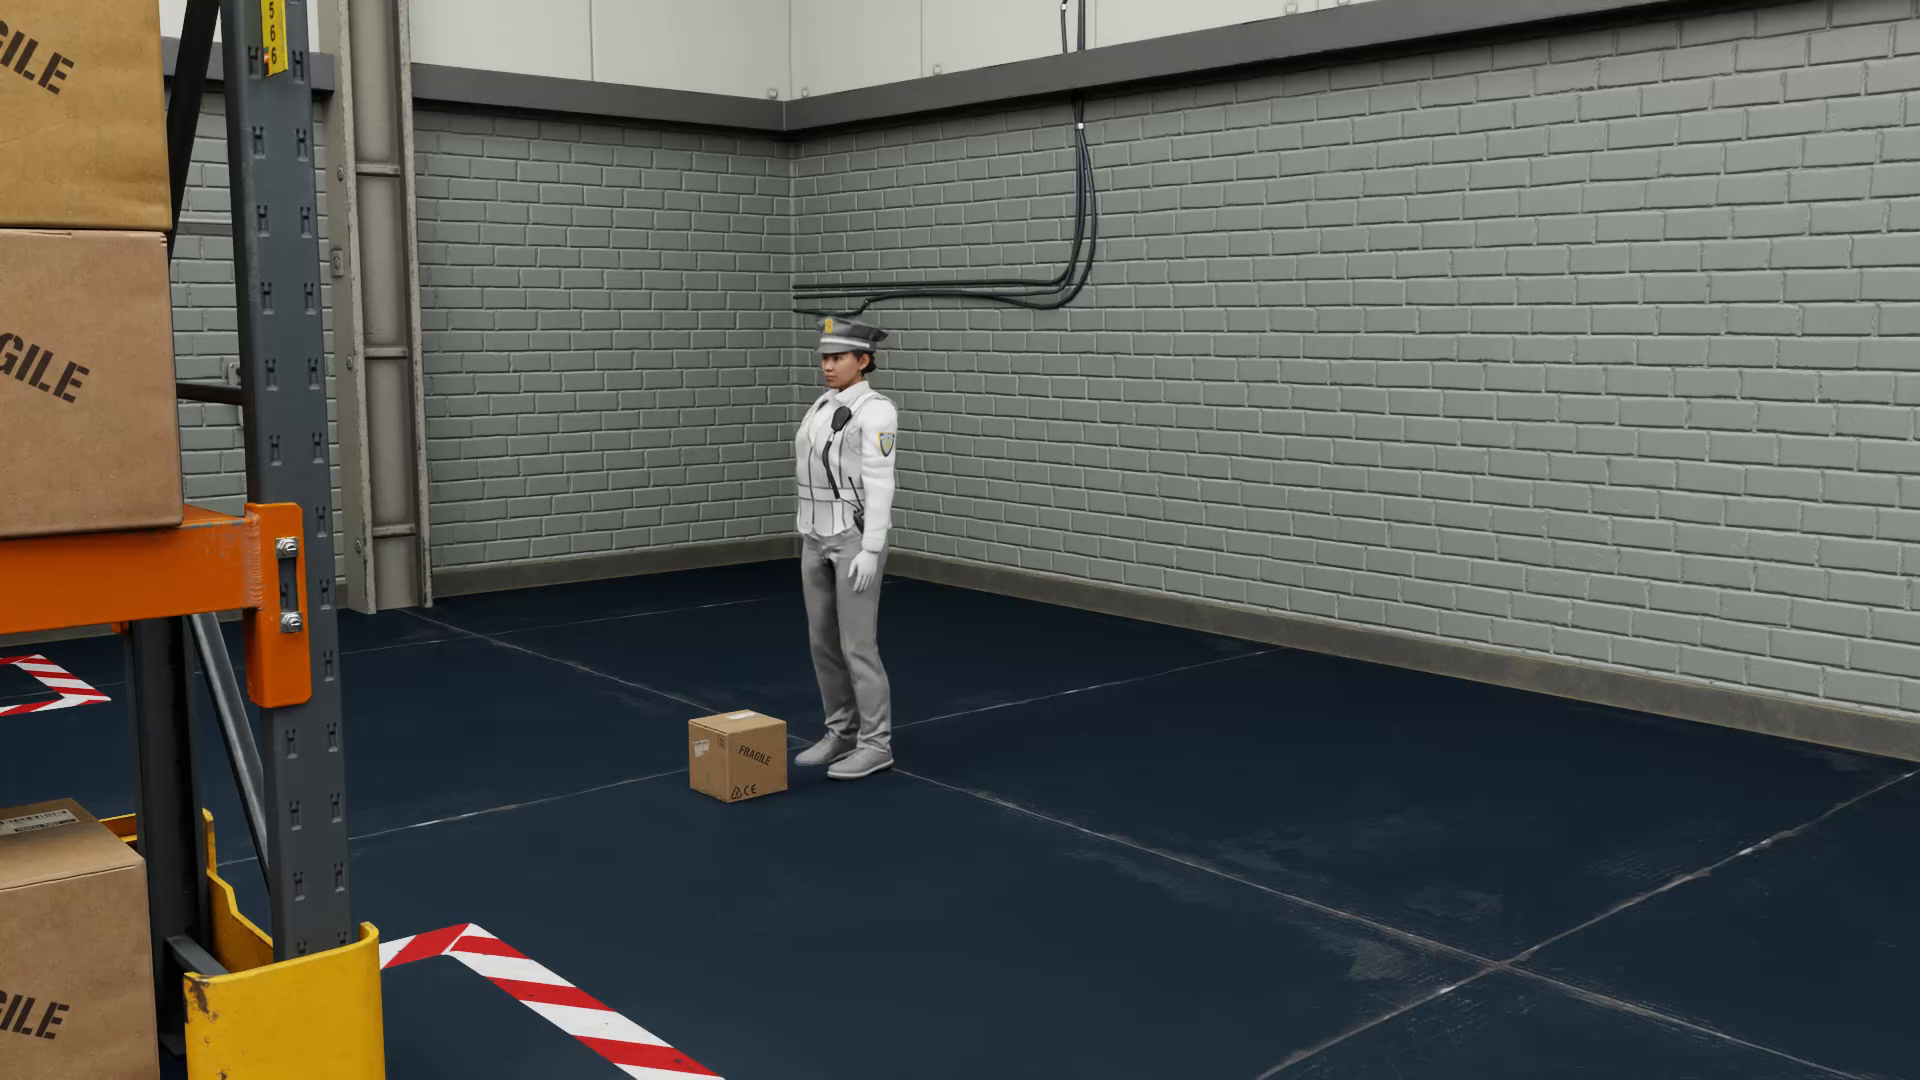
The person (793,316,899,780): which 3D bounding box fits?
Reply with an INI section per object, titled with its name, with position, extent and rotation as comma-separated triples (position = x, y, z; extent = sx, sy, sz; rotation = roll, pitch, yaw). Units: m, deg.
[person]
position = -0.426, 0.031, 6.085
extent = 0.333, 1.689, 0.468
rotation = -6, 10, -40
